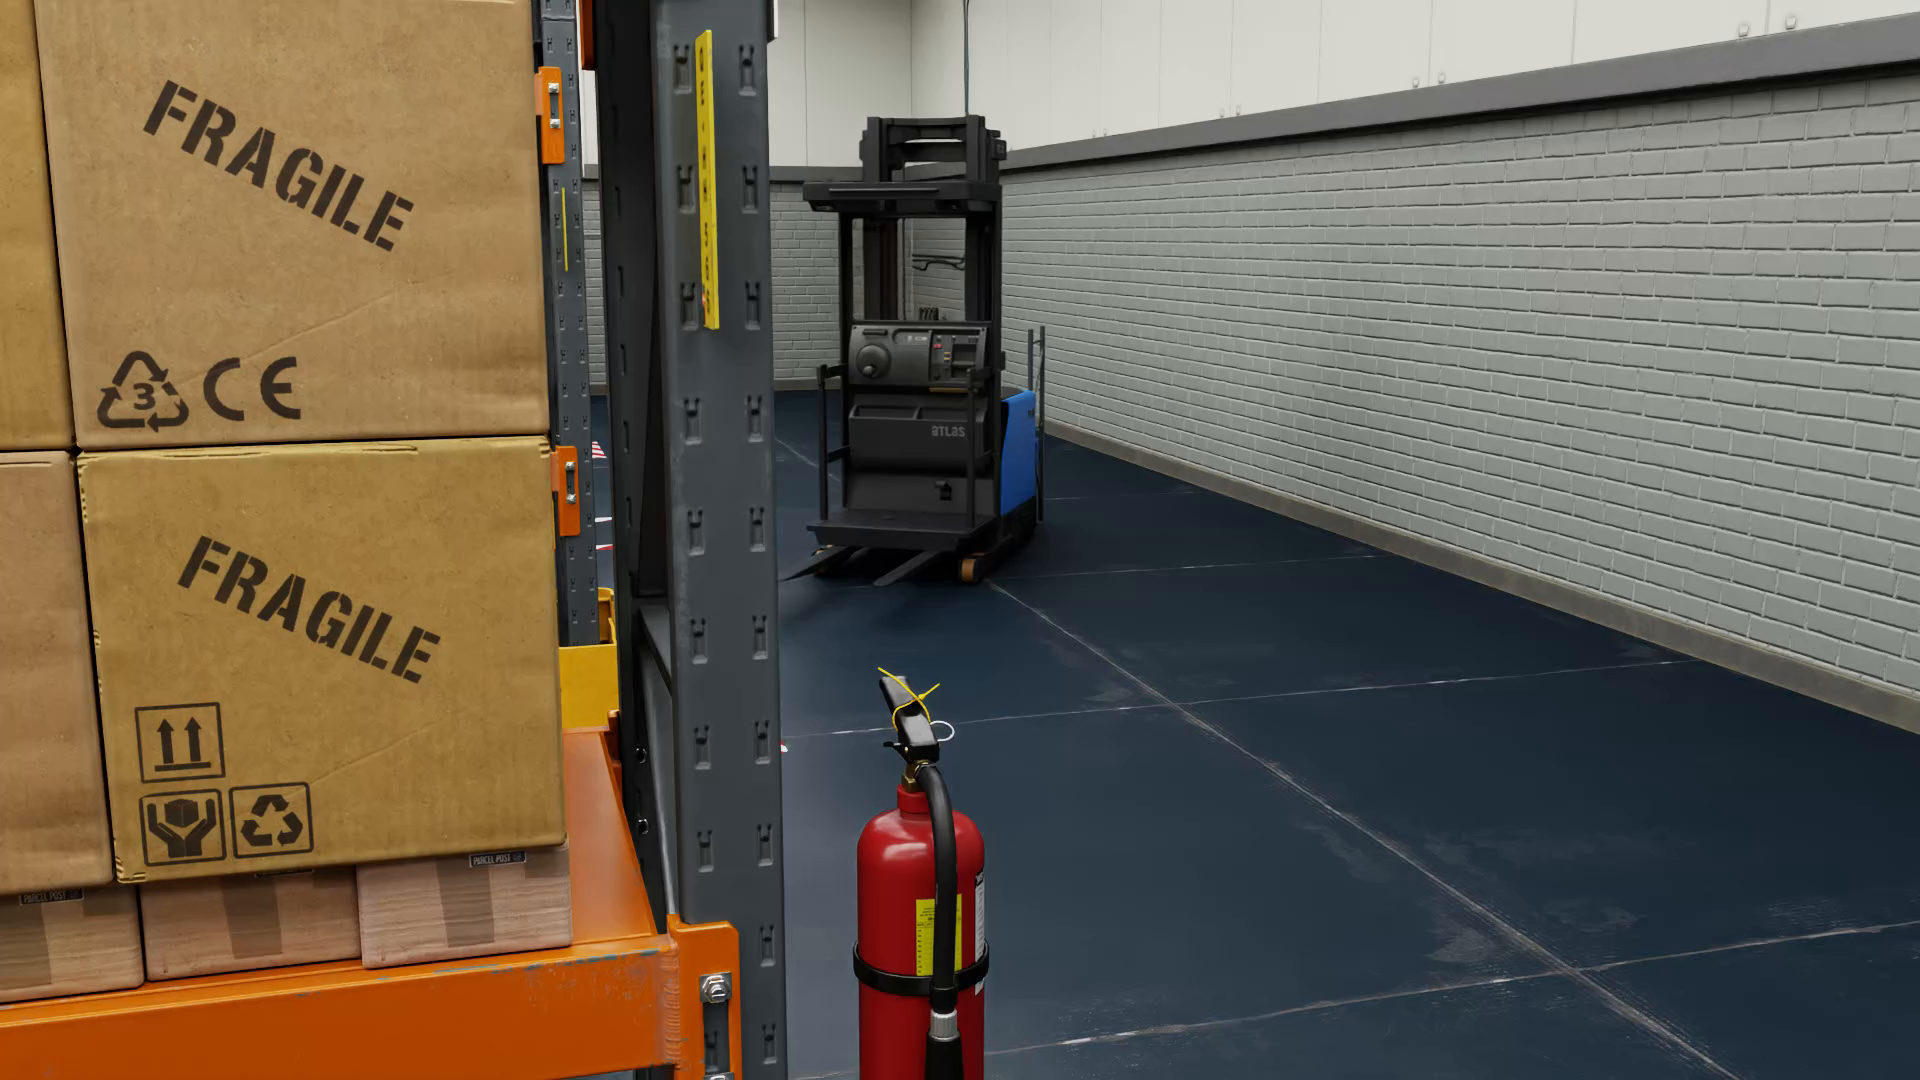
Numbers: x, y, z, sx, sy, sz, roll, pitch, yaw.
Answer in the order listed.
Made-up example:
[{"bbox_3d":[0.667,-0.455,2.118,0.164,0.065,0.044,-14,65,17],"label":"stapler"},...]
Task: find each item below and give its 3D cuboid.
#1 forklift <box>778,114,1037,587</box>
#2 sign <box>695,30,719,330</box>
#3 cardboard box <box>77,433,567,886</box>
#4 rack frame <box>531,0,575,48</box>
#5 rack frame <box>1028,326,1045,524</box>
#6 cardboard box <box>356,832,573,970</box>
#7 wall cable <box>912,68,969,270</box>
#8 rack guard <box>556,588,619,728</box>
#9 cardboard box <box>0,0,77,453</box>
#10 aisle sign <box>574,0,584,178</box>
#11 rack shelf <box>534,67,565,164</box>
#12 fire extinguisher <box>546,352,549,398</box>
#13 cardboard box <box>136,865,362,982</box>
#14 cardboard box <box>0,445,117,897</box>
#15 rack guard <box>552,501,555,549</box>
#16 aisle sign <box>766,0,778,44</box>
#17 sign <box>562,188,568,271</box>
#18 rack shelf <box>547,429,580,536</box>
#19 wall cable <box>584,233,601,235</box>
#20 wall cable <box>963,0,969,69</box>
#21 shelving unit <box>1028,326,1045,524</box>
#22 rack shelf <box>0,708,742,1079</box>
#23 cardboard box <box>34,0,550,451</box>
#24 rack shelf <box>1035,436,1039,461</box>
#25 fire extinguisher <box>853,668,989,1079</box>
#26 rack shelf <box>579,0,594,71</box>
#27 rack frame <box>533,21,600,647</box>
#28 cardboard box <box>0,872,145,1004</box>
[{"bbox_3d":[-0.334,-1.243,10.702,1.130,2.935,3.031,3,11,16],"label":"forklift"},{"bbox_3d":[-0.287,-0.404,1.887,0.005,0.325,0.100,-3,11,-16],"label":"sign"},{"bbox_3d":[-0.782,0.095,2.147,0.500,0.500,0.500,-3,11,-15],"label":"cardboard box"},{"bbox_3d":[-1.712,-3.595,6.718,0.127,3.000,1.000,-3,11,-16],"label":"rack frame"},{"bbox_3d":[0.569,-0.836,12.443,0.032,1.500,0.500,3,11,14],"label":"rack frame"},{"bbox_3d":[-0.657,0.412,2.216,0.250,0.149,0.380,-3,11,-16],"label":"cardboard box"},{"bbox_3d":[-0.335,-4.875,22.248,0.112,2.526,3.097,-3,11,-16],"label":"wall cable"},{"bbox_3d":[-1.689,0.584,7.494,0.348,0.500,1.175,-3,11,-16],"label":"rack guard"},{"bbox_3d":[-1.279,-0.372,1.923,0.500,0.500,0.500,-3,11,-18],"label":"cardboard box"},{"bbox_3d":[-1.559,-1.874,6.762,0.004,0.787,0.394,-3,11,-16],"label":"aisle sign"},{"bbox_3d":[-3.632,-1.664,6.505,4.000,0.370,1.077,-3,11,-16],"label":"rack shelf"},{"bbox_3d":[-2.825,-1.212,11.591,0.183,0.674,0.296,-3,11,-16],"label":"fire extinguisher"},{"bbox_3d":[-0.906,0.418,2.183,0.250,0.149,0.380,-3,11,-16],"label":"cardboard box"},{"bbox_3d":[-1.278,0.120,2.010,0.500,0.500,0.500,-3,11,-17],"label":"cardboard box"},{"bbox_3d":[-3.077,-0.279,12.183,0.348,0.500,1.175,-3,11,-16],"label":"rack guard"},{"bbox_3d":[-0.269,-1.007,2.051,0.004,0.787,0.394,-3,11,-16],"label":"aisle sign"},{"bbox_3d":[-1.574,-1.235,6.618,0.005,0.325,0.100,-3,11,-16],"label":"sign"},{"bbox_3d":[-3.632,-0.189,6.776,4.000,0.370,1.077,-3,11,-16],"label":"rack shelf"},{"bbox_3d":[-4.901,-3.956,22.446,1.851,1.984,0.084,-3,11,-16],"label":"wall cable"},{"bbox_3d":[0.421,-6.888,19.236,0.112,2.526,3.097,-3,11,-16],"label":"wall cable"},{"bbox_3d":[0.075,-0.858,12.562,1.048,1.500,0.538,3,11,14],"label":"shelving unit"},{"bbox_3d":[-2.343,0.678,2.065,4.000,0.370,1.077,-3,11,-16],"label":"rack shelf"},{"bbox_3d":[-0.793,-0.398,2.062,0.500,0.500,0.500,-3,11,-17],"label":"cardboard box"},{"bbox_3d":[0.075,-0.681,12.595,1.000,0.185,0.538,3,11,14],"label":"rack shelf"},{"bbox_3d":[-0.052,0.512,2.224,0.183,0.674,0.296,-3,11,-16],"label":"fire extinguisher"},{"bbox_3d":[-2.343,-0.797,1.793,4.000,0.370,1.077,-3,11,-16],"label":"rack shelf"},{"bbox_3d":[-1.712,-0.644,7.261,0.127,3.000,1.000,-3,11,-16],"label":"rack frame"},{"bbox_3d":[-1.143,0.434,2.100,0.250,0.149,0.380,-3,11,-17],"label":"cardboard box"}]
